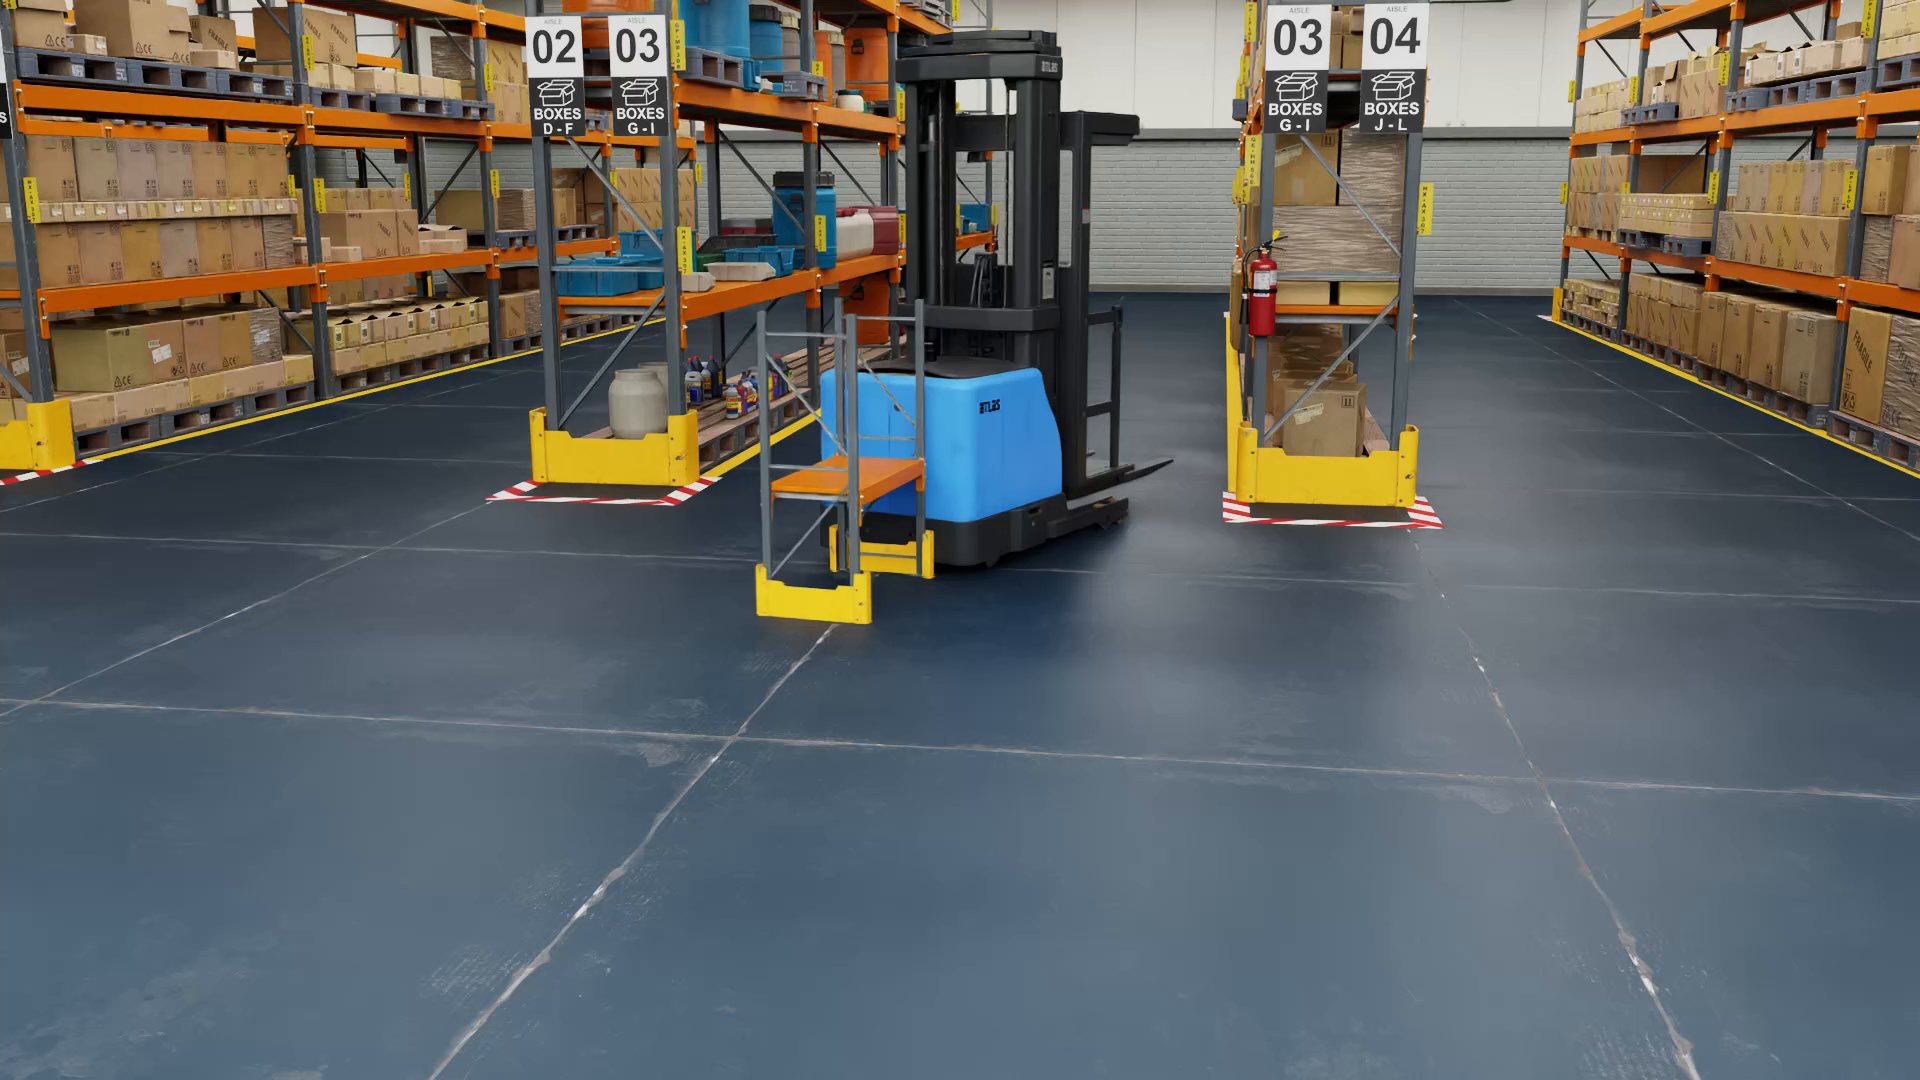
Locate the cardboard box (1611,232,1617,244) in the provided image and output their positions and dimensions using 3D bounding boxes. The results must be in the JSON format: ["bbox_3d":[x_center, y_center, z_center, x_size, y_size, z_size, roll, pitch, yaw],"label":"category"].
[{"bbox_3d":[8.924,-4.040,22.216,0.380,0.149,0.250,2,12,7],"label":"cardboard box"}]

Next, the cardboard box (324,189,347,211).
[{"bbox_3d":[-10.172,-5.113,25.885,0.980,0.700,0.700,2,12,7],"label":"cardboard box"}]

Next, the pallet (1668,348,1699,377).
[{"bbox_3d":[8.686,-2.005,18.798,1.003,0.211,1.213,2,12,9],"label":"pallet"}]

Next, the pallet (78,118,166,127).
[{"bbox_3d":[-10.958,-5.379,21.161,1.213,0.211,1.003,2,12,11],"label":"pallet"}]

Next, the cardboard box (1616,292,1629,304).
[{"bbox_3d":[8.977,-3.224,22.190,0.380,0.149,0.250,2,12,10],"label":"cardboard box"}]

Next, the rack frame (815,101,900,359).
[{"bbox_3d":[-1.215,-3.548,19.338,1.000,3.000,0.127,2,12,9],"label":"rack frame"}]

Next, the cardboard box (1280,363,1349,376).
[{"bbox_3d":[2.734,-1.090,12.870,0.500,0.500,0.500,3,13,14],"label":"cardboard box"}]

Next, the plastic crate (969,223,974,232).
[{"bbox_3d":[0.010,-4.878,25.994,0.396,0.136,0.243,2,12,9],"label":"plastic crate"}]

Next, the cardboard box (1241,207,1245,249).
[{"bbox_3d":[3.669,-3.759,20.079,0.500,0.500,0.500,1,12,7],"label":"cardboard box"}]

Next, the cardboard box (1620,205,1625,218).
[{"bbox_3d":[8.665,-4.199,21.253,0.380,0.149,0.250,2,12,10],"label":"cardboard box"}]

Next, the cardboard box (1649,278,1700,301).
[{"bbox_3d":[8.643,-3.026,20.073,0.500,0.250,0.500,2,12,11],"label":"cardboard box"}]

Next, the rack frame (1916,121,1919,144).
[{"bbox_3d":[14.702,-4.732,24.830,1.000,3.000,0.127,2,12,9],"label":"rack frame"}]

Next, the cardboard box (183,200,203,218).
[{"bbox_3d":[-6.789,-2.860,14.365,0.380,0.149,0.250,2,12,11],"label":"cardboard box"}]

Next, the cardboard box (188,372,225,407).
[{"bbox_3d":[-6.805,-1.322,14.537,0.500,0.250,0.500,2,12,9],"label":"cardboard box"}]

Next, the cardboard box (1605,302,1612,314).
[{"bbox_3d":[8.943,-3.128,22.453,0.380,0.149,0.250,1,12,6],"label":"cardboard box"}]

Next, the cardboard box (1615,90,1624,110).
[{"bbox_3d":[9.091,-5.888,22.245,0.500,0.250,0.500,1,12,6],"label":"cardboard box"}]

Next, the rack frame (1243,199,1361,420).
[{"bbox_3d":[3.064,-2.555,14.729,1.000,3.000,0.127,2,12,9],"label":"rack frame"}]

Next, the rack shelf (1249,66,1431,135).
[{"bbox_3d":[2.756,-3.253,12.557,1.077,0.370,4.000,2,12,9],"label":"rack shelf"}]

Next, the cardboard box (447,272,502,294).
[{"bbox_3d":[-6.192,-3.283,21.218,0.500,0.250,0.500,2,12,11],"label":"cardboard box"}]

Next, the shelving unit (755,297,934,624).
[{"bbox_3d":[-0.577,-0.448,8.513,0.587,1.500,1.083,4,13,17],"label":"shelving unit"}]

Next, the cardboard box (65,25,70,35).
[{"bbox_3d":[-7.423,-3.959,13.151,0.500,0.250,0.500,2,12,9],"label":"cardboard box"}]

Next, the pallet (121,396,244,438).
[{"bbox_3d":[-7.073,-1.095,14.572,1.003,0.211,1.213,2,12,9],"label":"pallet"}]

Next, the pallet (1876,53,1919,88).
[{"bbox_3d":[7.813,-3.626,12.791,1.003,0.211,1.213,2,12,9],"label":"pallet"}]

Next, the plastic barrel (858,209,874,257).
[{"bbox_3d":[-1.162,-3.382,18.300,0.421,0.512,0.421,0,12,0],"label":"plastic barrel"}]

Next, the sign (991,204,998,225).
[{"bbox_3d":[0.561,-5.279,26.981,0.100,0.325,0.005,2,12,9],"label":"sign"}]

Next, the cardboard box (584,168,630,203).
[{"bbox_3d":[-5.143,-5.169,24.247,0.500,0.500,0.500,2,12,10],"label":"cardboard box"}]

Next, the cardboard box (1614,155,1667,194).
[{"bbox_3d":[8.985,-4.828,21.961,0.500,0.500,0.500,1,12,7],"label":"cardboard box"}]

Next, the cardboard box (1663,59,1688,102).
[{"bbox_3d":[8.812,-5.443,19.770,0.797,0.503,0.637,2,12,8],"label":"cardboard box"}]

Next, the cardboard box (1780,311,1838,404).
[{"bbox_3d":[7.956,-1.611,14.692,1.050,0.750,0.750,2,12,8],"label":"cardboard box"}]

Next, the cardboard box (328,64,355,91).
[{"bbox_3d":[-6.538,-4.717,17.002,0.500,0.250,0.500,1,12,3],"label":"cardboard box"}]

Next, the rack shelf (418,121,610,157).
[{"bbox_3d":[-5.801,-5.240,21.778,1.077,0.370,4.000,2,12,9],"label":"rack shelf"}]

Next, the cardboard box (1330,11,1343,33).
[{"bbox_3d":[2.339,-3.429,11.072,0.380,0.149,0.250,1,12,7],"label":"cardboard box"}]

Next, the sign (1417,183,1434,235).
[{"bbox_3d":[2.985,-2.128,10.693,0.100,0.325,0.005,2,12,9],"label":"sign"}]

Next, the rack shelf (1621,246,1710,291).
[{"bbox_3d":[8.872,-3.271,19.757,1.077,0.370,4.000,2,12,9],"label":"rack shelf"}]

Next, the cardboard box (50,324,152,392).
[{"bbox_3d":[-6.962,-1.480,13.493,0.500,0.500,0.500,2,12,9],"label":"cardboard box"}]

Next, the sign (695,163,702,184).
[{"bbox_3d":[-4.333,-6.073,27.555,0.100,0.325,0.005,2,12,9],"label":"sign"}]

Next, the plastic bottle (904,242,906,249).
[{"bbox_3d":[-0.692,-3.693,20.289,0.061,0.283,0.133,2,12,9],"label":"plastic bottle"}]

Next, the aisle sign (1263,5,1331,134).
[{"bbox_3d":[2.143,-2.990,10.577,0.394,0.787,0.004,2,12,9],"label":"aisle sign"}]

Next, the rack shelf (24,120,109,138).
[{"bbox_3d":[-11.312,-4.568,18.655,1.077,0.370,4.000,2,12,9],"label":"rack shelf"}]

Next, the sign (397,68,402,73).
[{"bbox_3d":[-6.645,-5.447,19.799,0.100,0.325,0.005,2,12,9],"label":"sign"}]

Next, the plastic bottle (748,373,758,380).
[{"bbox_3d":[-1.753,-1.315,14.395,0.152,0.276,0.135,2,12,10],"label":"plastic bottle"}]

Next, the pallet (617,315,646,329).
[{"bbox_3d":[-5.387,-3.322,24.907,1.003,0.211,1.213,2,12,9],"label":"pallet"}]

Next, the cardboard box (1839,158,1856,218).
[{"bbox_3d":[8.020,-3.015,14.250,0.700,0.500,0.500,2,12,8],"label":"cardboard box"}]

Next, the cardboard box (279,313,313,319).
[{"bbox_3d":[-6.871,-2.214,17.346,0.500,0.311,0.500,2,12,10],"label":"cardboard box"}]

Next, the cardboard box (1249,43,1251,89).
[{"bbox_3d":[3.271,-4.952,17.309,0.500,0.500,0.500,2,12,9],"label":"cardboard box"}]

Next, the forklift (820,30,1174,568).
[{"bbox_3d":[0.404,-1.543,10.197,1.130,2.935,3.031,7,14,31],"label":"forklift"}]

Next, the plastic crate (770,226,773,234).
[{"bbox_3d":[-1.968,-2.947,16.588,0.392,0.384,0.575,2,12,9],"label":"plastic crate"}]

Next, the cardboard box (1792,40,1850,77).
[{"bbox_3d":[8.002,-4.422,15.251,0.500,0.311,0.500,1,12,7],"label":"cardboard box"}]

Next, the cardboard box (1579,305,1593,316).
[{"bbox_3d":[9.190,-3.320,24.050,0.380,0.149,0.250,1,12,6],"label":"cardboard box"}]

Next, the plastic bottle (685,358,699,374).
[{"bbox_3d":[-2.393,-1.442,14.807,0.144,0.351,0.185,1,12,6],"label":"plastic bottle"}]

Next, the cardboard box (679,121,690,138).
[{"bbox_3d":[-4.697,-6.652,26.977,0.500,0.250,0.500,2,12,9],"label":"cardboard box"}]

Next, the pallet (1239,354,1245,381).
[{"bbox_3d":[3.557,-1.862,18.132,1.003,0.211,1.213,2,12,9],"label":"pallet"}]

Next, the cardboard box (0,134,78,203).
[{"bbox_3d":[-7.247,-2.835,12.711,0.700,0.500,0.500,2,12,9],"label":"cardboard box"}]
